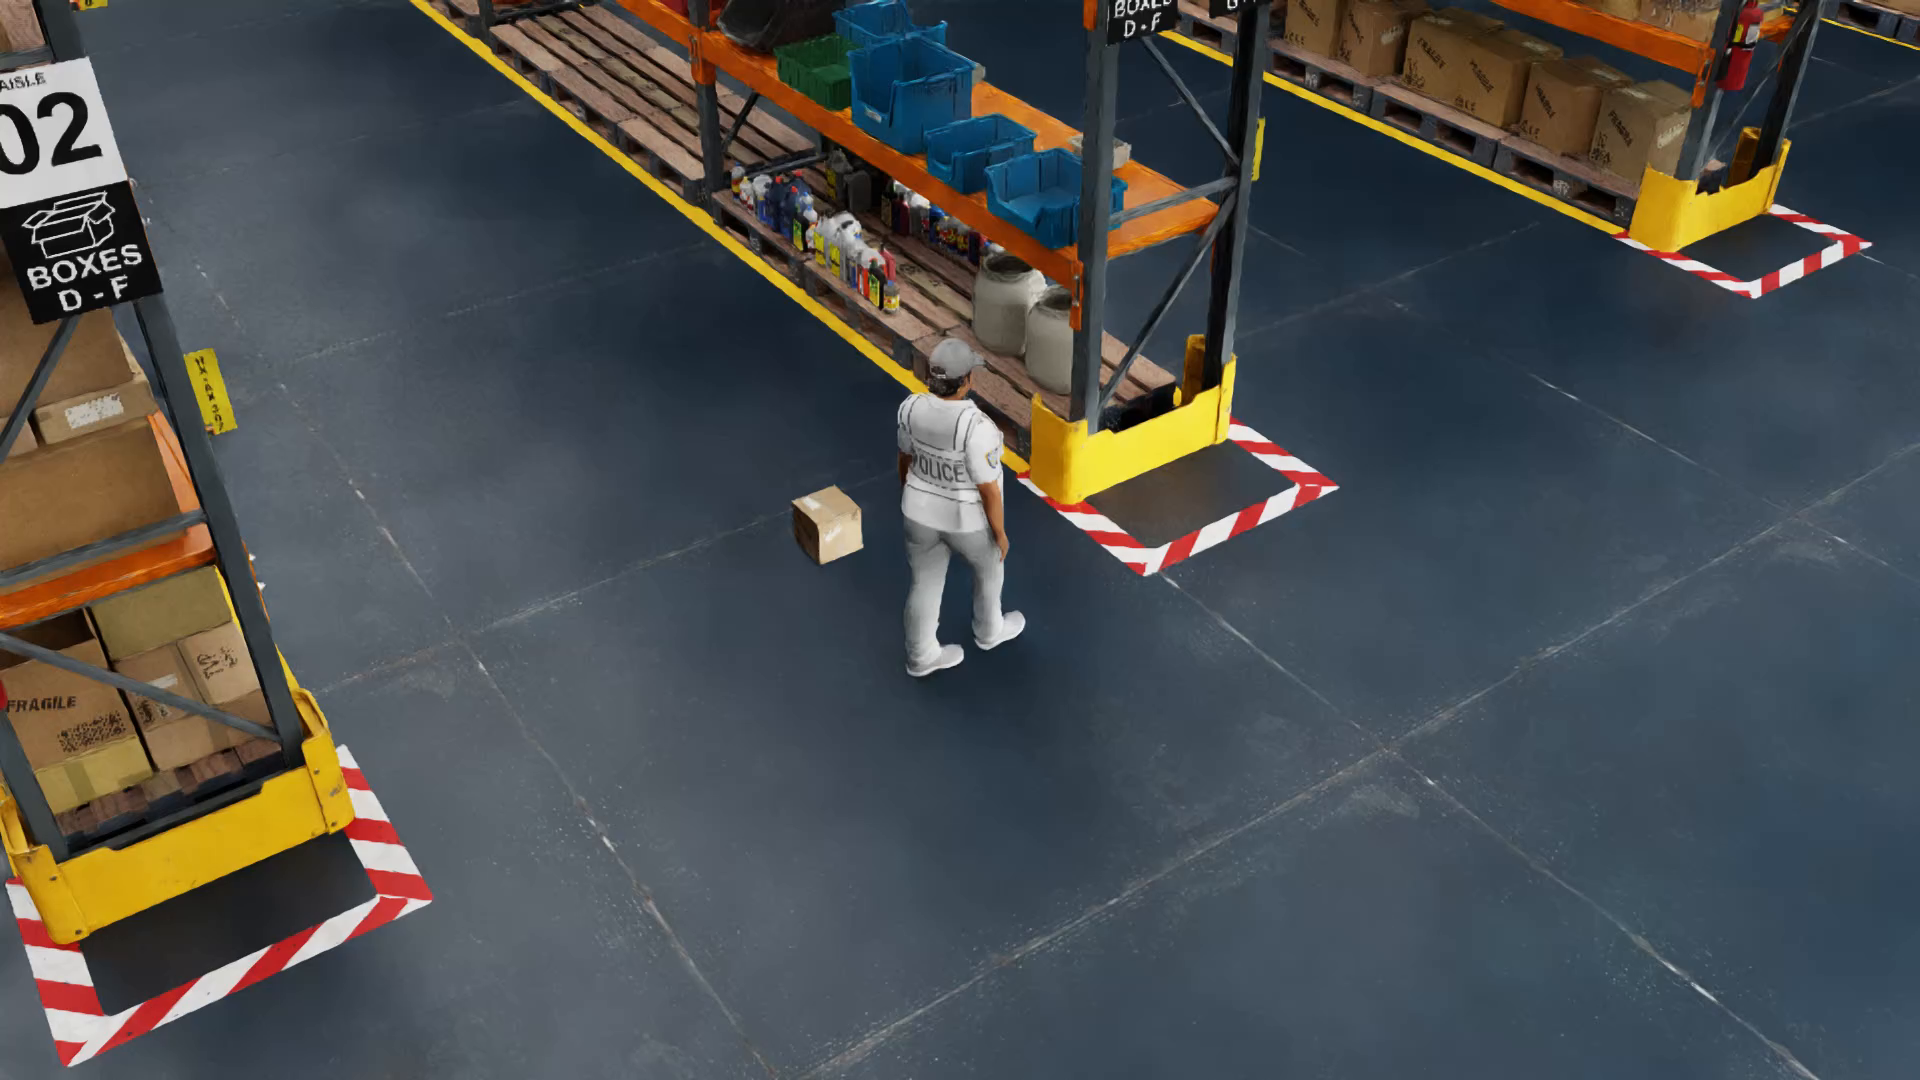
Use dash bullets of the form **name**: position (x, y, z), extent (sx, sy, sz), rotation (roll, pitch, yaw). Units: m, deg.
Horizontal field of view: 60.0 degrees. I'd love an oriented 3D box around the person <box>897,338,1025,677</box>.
- **person**: position (0.010, -0.164, 7.211), extent (0.569, 1.666, 0.593), rotation (16, 40, 21)
